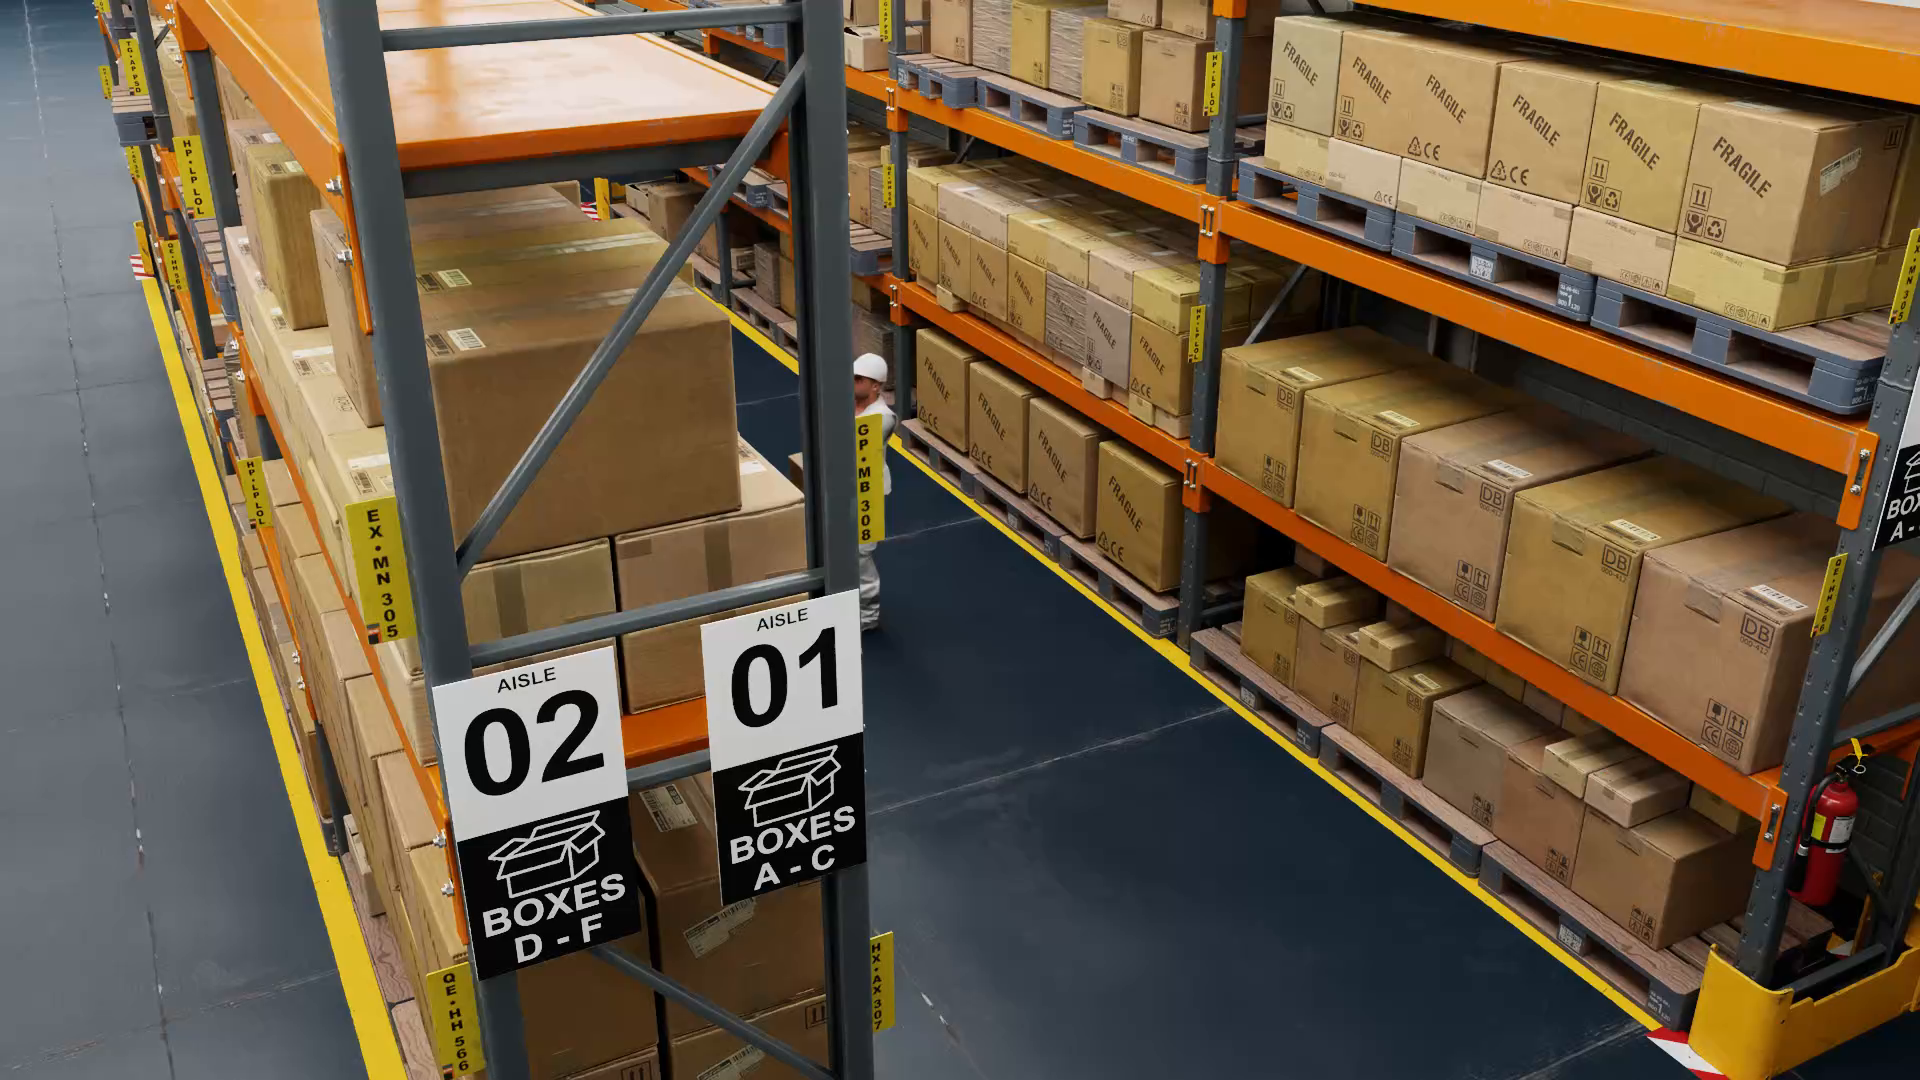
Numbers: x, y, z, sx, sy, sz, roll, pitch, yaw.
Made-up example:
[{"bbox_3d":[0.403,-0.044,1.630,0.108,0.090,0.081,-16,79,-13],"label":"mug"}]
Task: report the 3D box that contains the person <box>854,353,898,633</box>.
[{"bbox_3d":[-0.690,-0.264,10.147,0.563,1.782,0.493,-13,28,-25],"label":"person"}]
